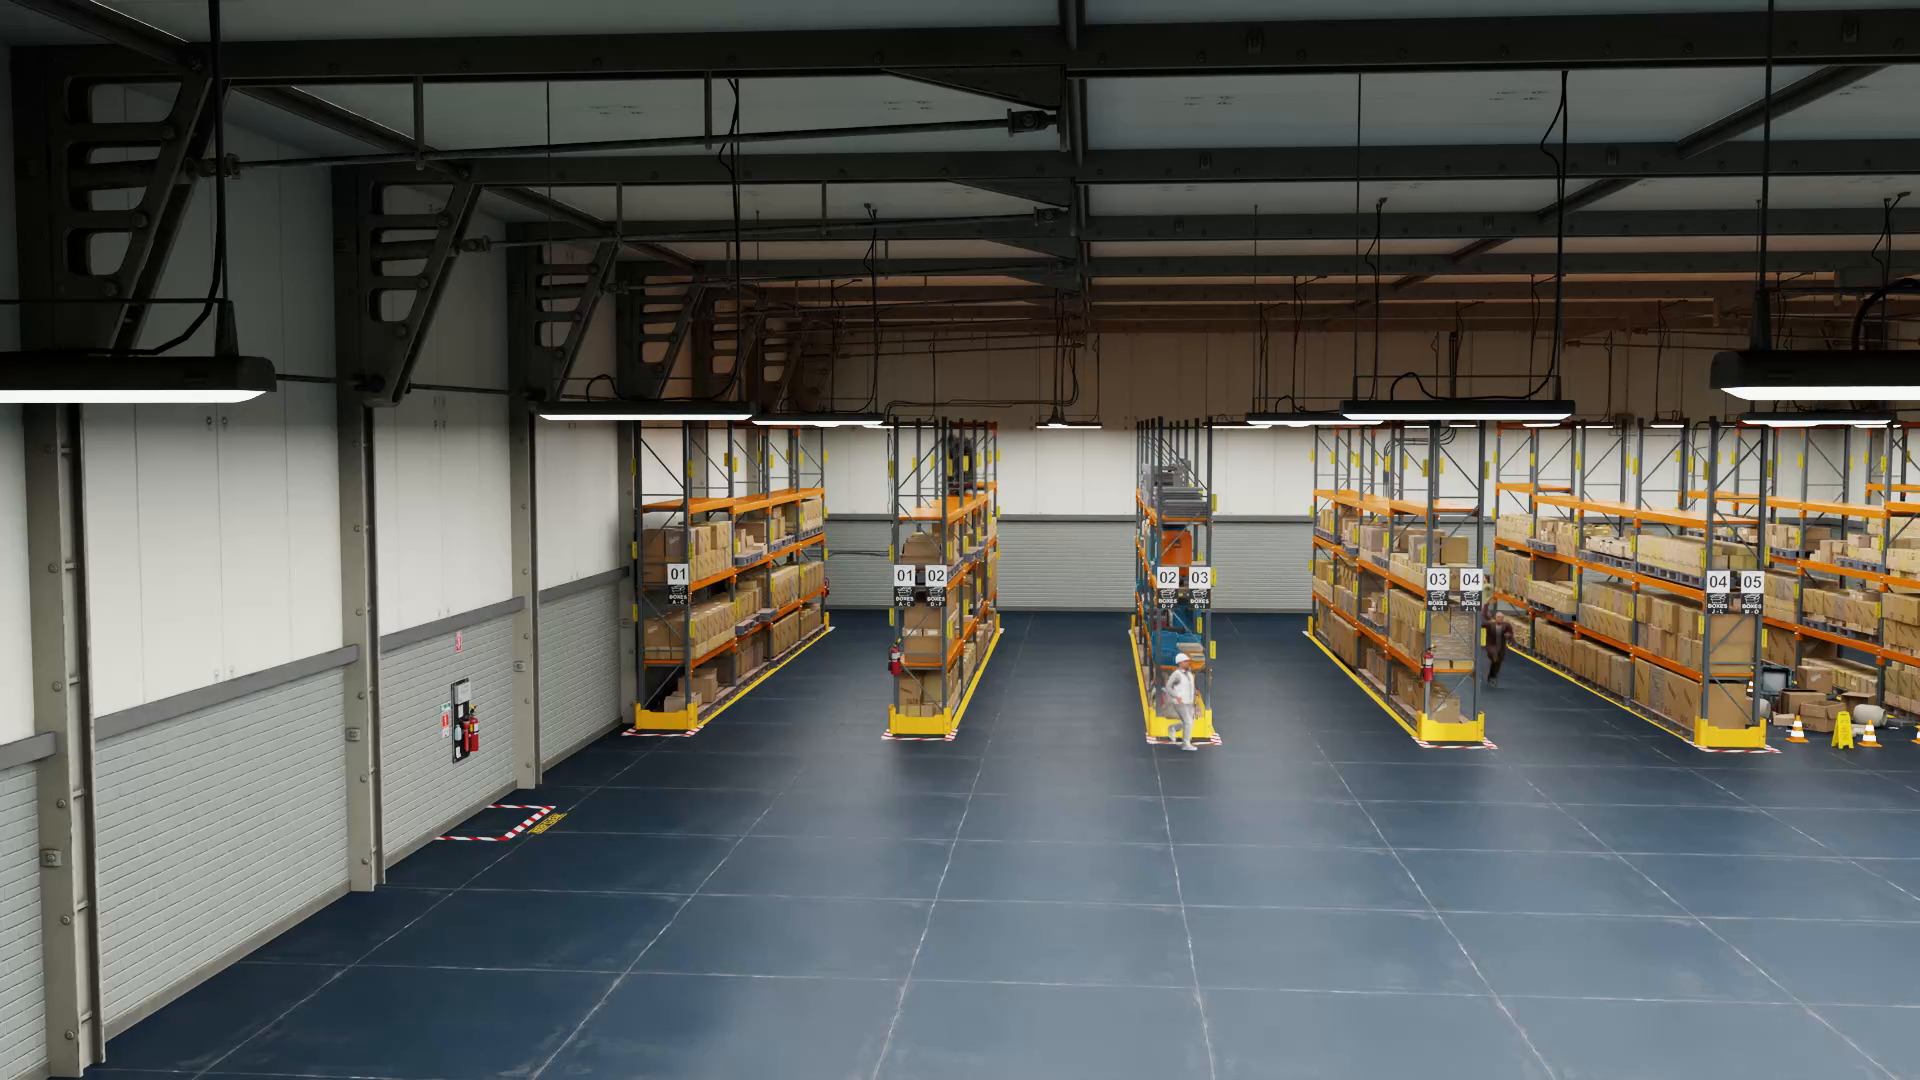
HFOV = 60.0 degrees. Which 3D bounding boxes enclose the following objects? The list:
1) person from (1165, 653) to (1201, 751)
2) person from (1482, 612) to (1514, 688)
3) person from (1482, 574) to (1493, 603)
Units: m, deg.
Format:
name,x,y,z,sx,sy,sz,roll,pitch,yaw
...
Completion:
name,x,y,z,sx,sy,sz,roll,pitch,yaw
person,3.968,2.902,29.881,0.716,1.737,0.658,3,5,41
person,11.910,2.432,36.971,0.690,1.707,0.961,0,4,-1
person,14.919,1.796,47.220,0.874,1.683,0.583,0,4,-1
